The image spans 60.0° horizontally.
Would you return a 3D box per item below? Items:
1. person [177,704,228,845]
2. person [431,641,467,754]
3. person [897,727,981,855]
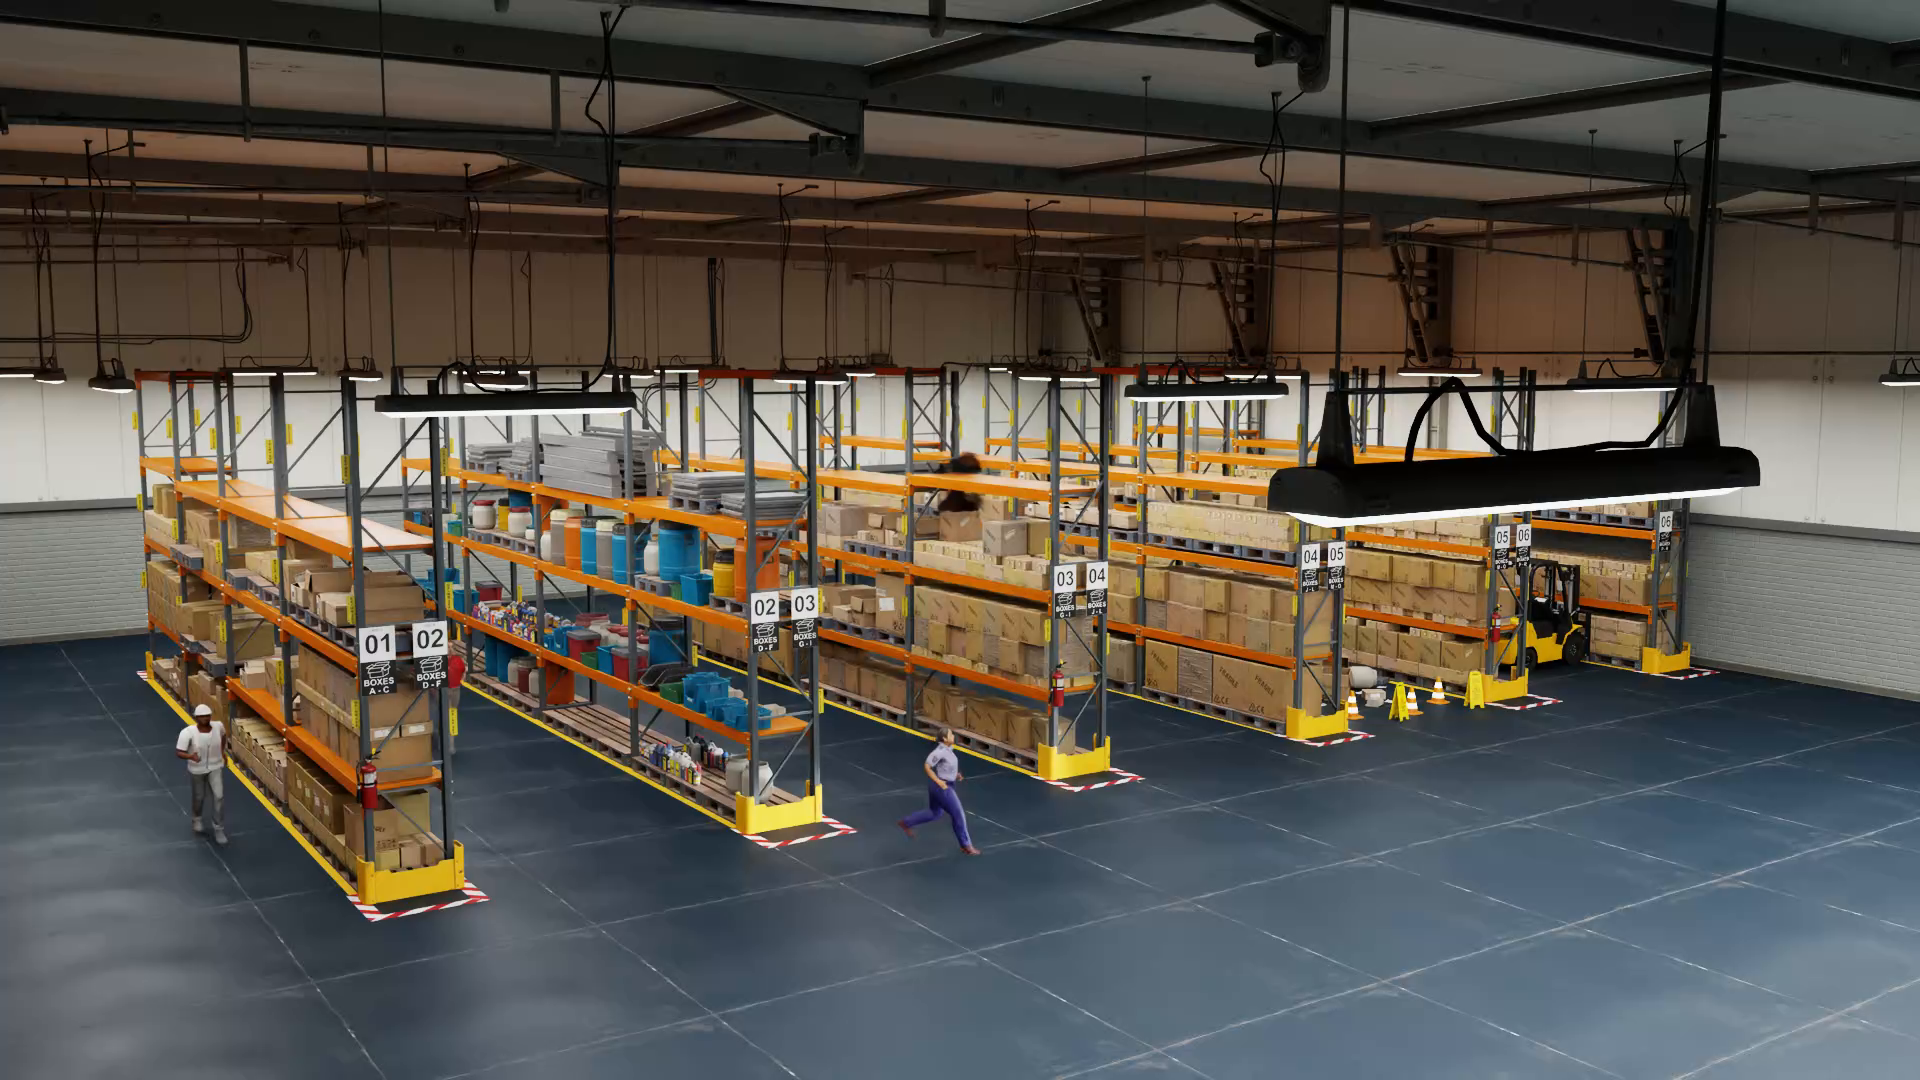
[{"bbox_3d":[-9.840,3.007,21.640,0.636,1.796,0.890,-4,8,-33],"label":"person"},{"bbox_3d":[-8.172,2.499,26.526,0.817,1.802,0.642,6,8,40],"label":"person"},{"bbox_3d":[-0.257,3.179,21.052,1.048,1.667,0.571,0,6,-4],"label":"person"}]
